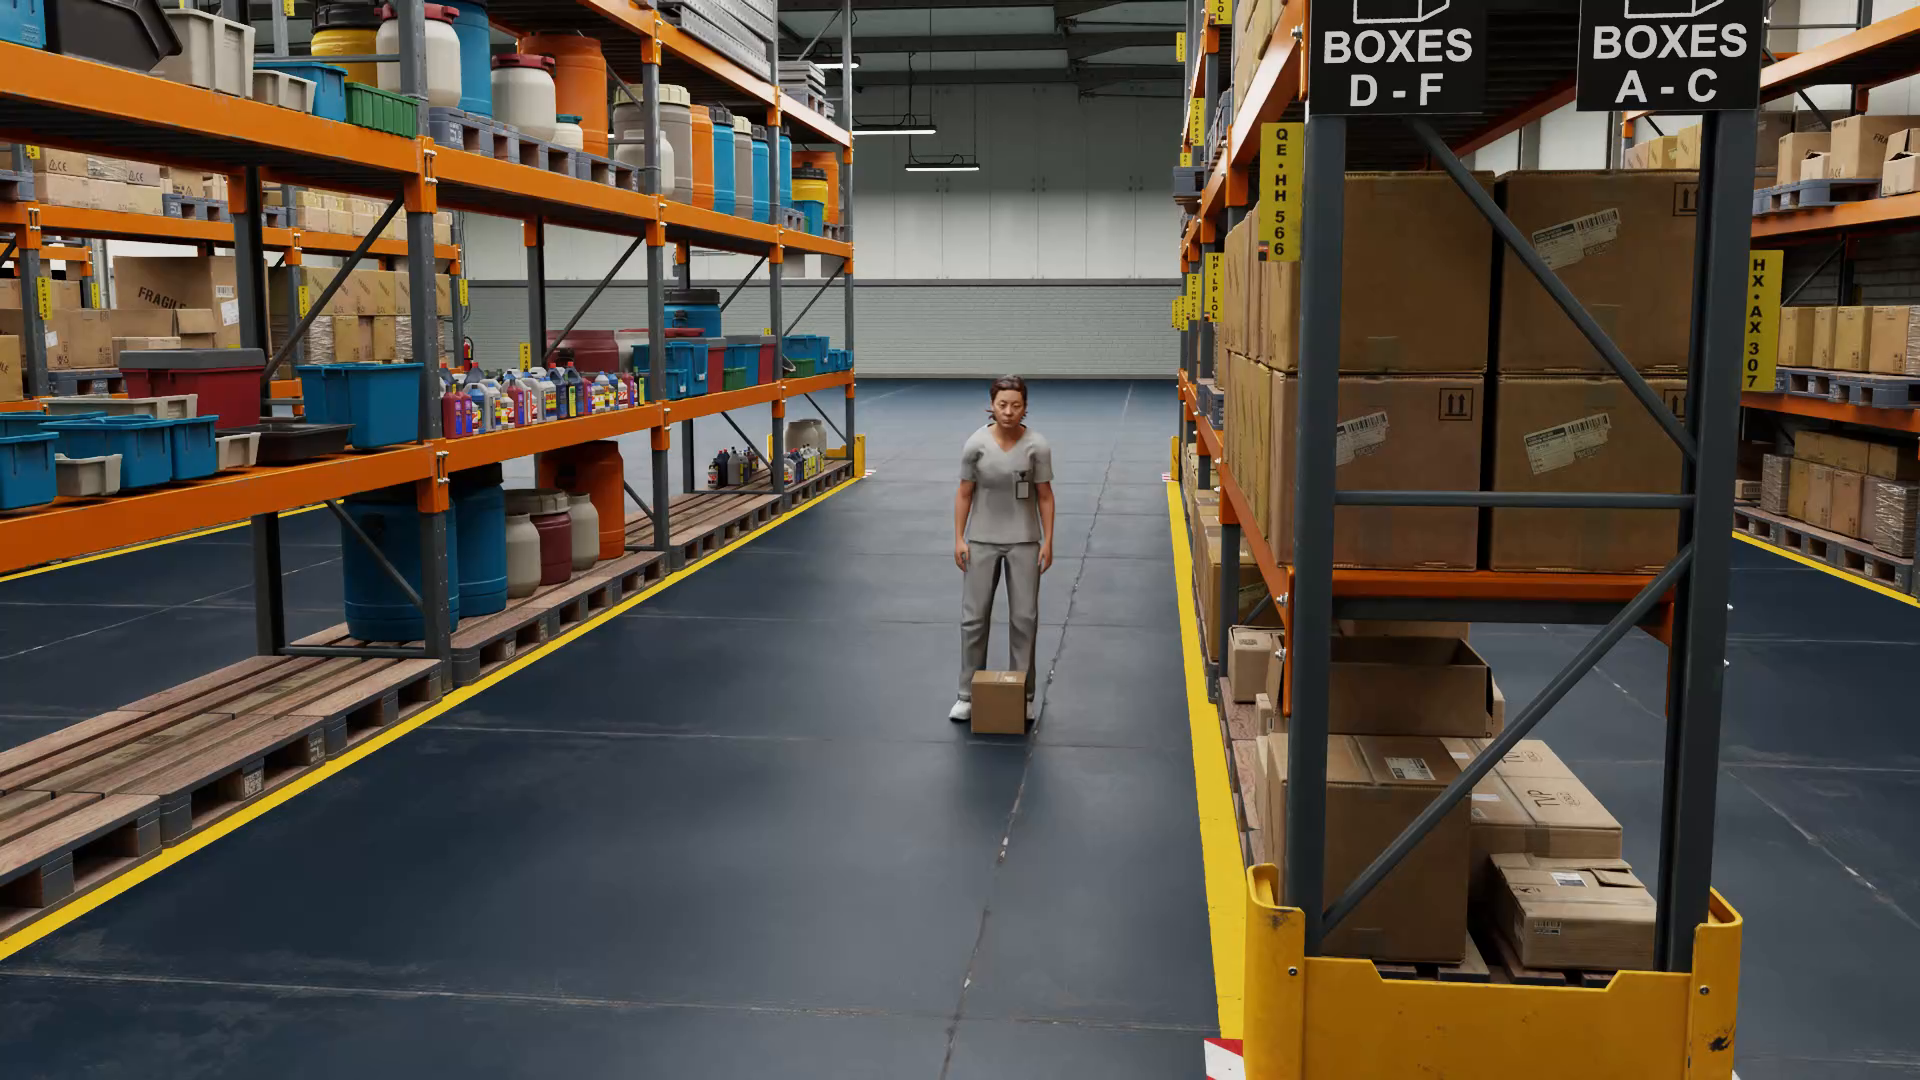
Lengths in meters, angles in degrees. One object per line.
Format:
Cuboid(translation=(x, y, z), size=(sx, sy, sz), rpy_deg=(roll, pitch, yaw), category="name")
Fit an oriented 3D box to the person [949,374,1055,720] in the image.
Cuboid(translation=(0.207, 0.034, 8.058), size=(0.507, 1.671, 0.359), rpy_deg=(0, 8, 3), category="person")
